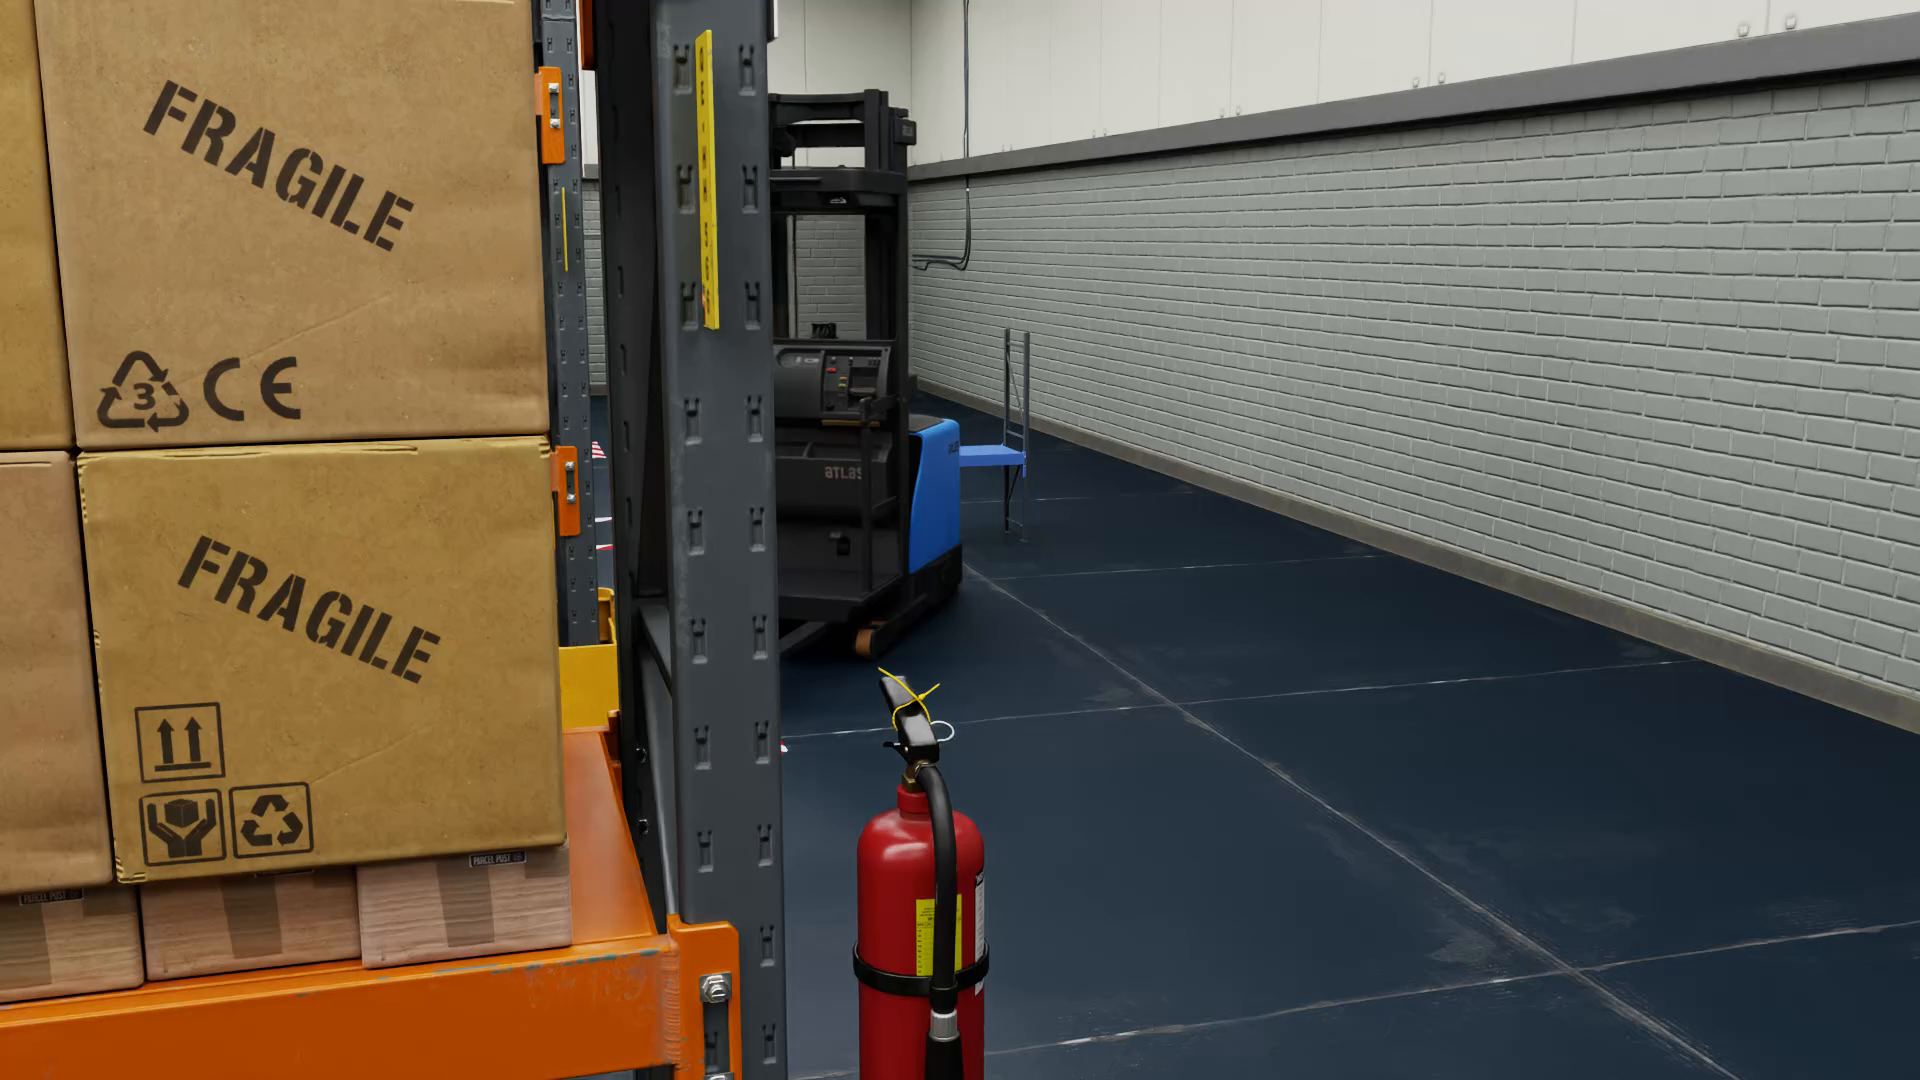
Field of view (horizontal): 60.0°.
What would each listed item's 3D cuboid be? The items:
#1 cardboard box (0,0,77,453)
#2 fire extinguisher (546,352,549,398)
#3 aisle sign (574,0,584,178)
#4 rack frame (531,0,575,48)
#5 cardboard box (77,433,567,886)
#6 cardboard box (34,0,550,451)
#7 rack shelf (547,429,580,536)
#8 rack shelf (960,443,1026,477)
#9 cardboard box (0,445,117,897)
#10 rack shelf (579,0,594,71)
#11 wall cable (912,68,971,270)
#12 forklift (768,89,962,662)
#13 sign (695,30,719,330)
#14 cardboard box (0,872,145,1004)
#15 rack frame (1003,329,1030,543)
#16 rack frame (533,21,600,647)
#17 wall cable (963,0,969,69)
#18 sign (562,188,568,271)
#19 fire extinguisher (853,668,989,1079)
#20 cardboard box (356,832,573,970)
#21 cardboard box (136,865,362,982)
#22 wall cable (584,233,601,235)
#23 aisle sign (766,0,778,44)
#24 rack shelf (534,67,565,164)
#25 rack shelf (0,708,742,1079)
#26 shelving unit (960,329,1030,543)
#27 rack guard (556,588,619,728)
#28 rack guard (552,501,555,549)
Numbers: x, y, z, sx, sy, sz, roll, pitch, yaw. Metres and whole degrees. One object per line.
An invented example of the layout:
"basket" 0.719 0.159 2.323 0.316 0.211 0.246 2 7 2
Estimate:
"cardboard box" -1.279 -0.372 1.923 0.500 0.500 0.500 -3 11 -18
"fire extinguisher" -2.825 -1.212 11.591 0.183 0.674 0.296 -3 11 -16
"aisle sign" -1.559 -1.874 6.762 0.004 0.787 0.394 -3 11 -16
"rack frame" -1.712 -3.595 6.718 0.127 3.000 1.000 -3 11 -16
"cardboard box" -0.782 0.095 2.147 0.500 0.500 0.500 -3 11 -15
"cardboard box" -0.793 -0.398 2.062 0.500 0.500 0.500 -3 11 -17
"rack shelf" -3.632 -0.189 6.776 4.000 0.370 1.077 -3 11 -16
"rack shelf" -0.082 -0.556 11.920 1.000 0.185 0.538 -3 11 -16
"cardboard box" -1.278 0.120 2.010 0.500 0.500 0.500 -3 11 -17
"rack shelf" -2.343 -0.797 1.793 4.000 0.370 1.077 -3 11 -16
"wall cable" -0.335 -4.875 22.248 0.112 2.526 3.097 -3 11 -16
"forklift" -0.883 -0.895 8.810 1.130 2.935 3.031 3 11 16
"sign" -0.287 -0.404 1.887 0.005 0.325 0.100 -3 11 -16
"cardboard box" -1.143 0.434 2.100 0.250 0.149 0.380 -3 11 -17
"rack frame" 0.406 -0.759 12.027 0.032 1.500 0.500 -3 11 -16
"rack frame" -1.712 -0.644 7.261 0.127 3.000 1.000 -3 11 -16
"wall cable" 0.421 -6.888 19.236 0.112 2.526 3.097 -3 11 -16
"sign" -1.574 -1.235 6.618 0.005 0.325 0.100 -3 11 -16
"fire extinguisher" -0.052 0.512 2.224 0.183 0.674 0.296 -3 11 -16
"cardboard box" -0.657 0.412 2.216 0.250 0.149 0.380 -3 11 -16
"cardboard box" -0.906 0.418 2.183 0.250 0.149 0.380 -3 11 -16
"wall cable" -4.901 -3.956 22.446 1.851 1.984 0.084 -3 11 -16
"aisle sign" -0.269 -1.007 2.051 0.004 0.787 0.394 -3 11 -16
"rack shelf" -3.632 -1.664 6.505 4.000 0.370 1.077 -3 11 -16
"rack shelf" -2.343 0.678 2.065 4.000 0.370 1.077 -3 11 -16
"shelving unit" -0.082 -0.733 11.887 1.048 1.500 0.538 -3 11 -16
"rack guard" -1.689 0.584 7.494 0.348 0.500 1.175 -3 11 -16
"rack guard" -3.077 -0.279 12.183 0.348 0.500 1.175 -3 11 -16
